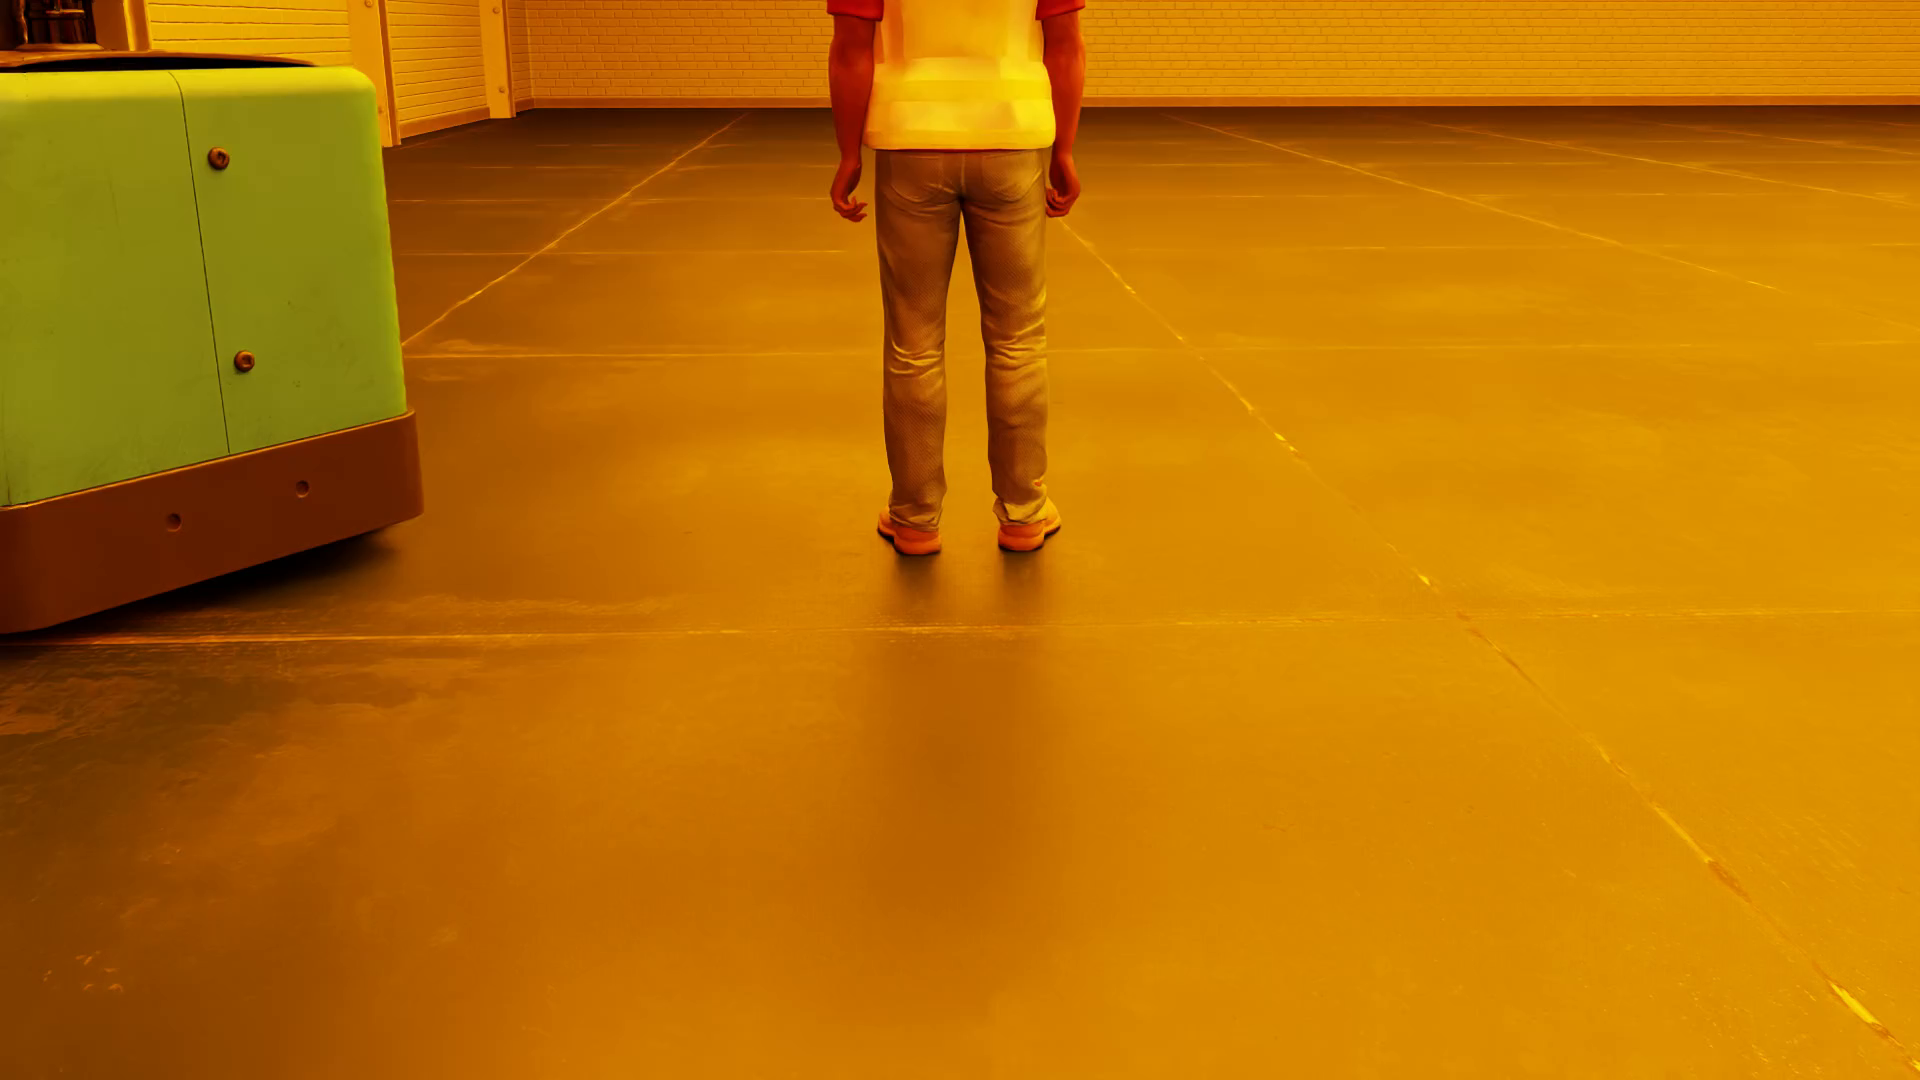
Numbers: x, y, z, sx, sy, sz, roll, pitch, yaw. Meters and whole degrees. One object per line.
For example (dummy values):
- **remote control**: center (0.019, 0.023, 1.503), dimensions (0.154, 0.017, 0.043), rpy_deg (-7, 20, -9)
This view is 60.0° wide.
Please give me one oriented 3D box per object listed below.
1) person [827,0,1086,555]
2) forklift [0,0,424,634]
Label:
- **person**: center (-0.010, -0.845, 3.662), dimensions (0.556, 1.770, 0.388), rpy_deg (-1, 17, -3)
- **forklift**: center (-2.774, -1.509, 3.840), dimensions (3.031, 2.935, 1.130), rpy_deg (10, 20, 30)
